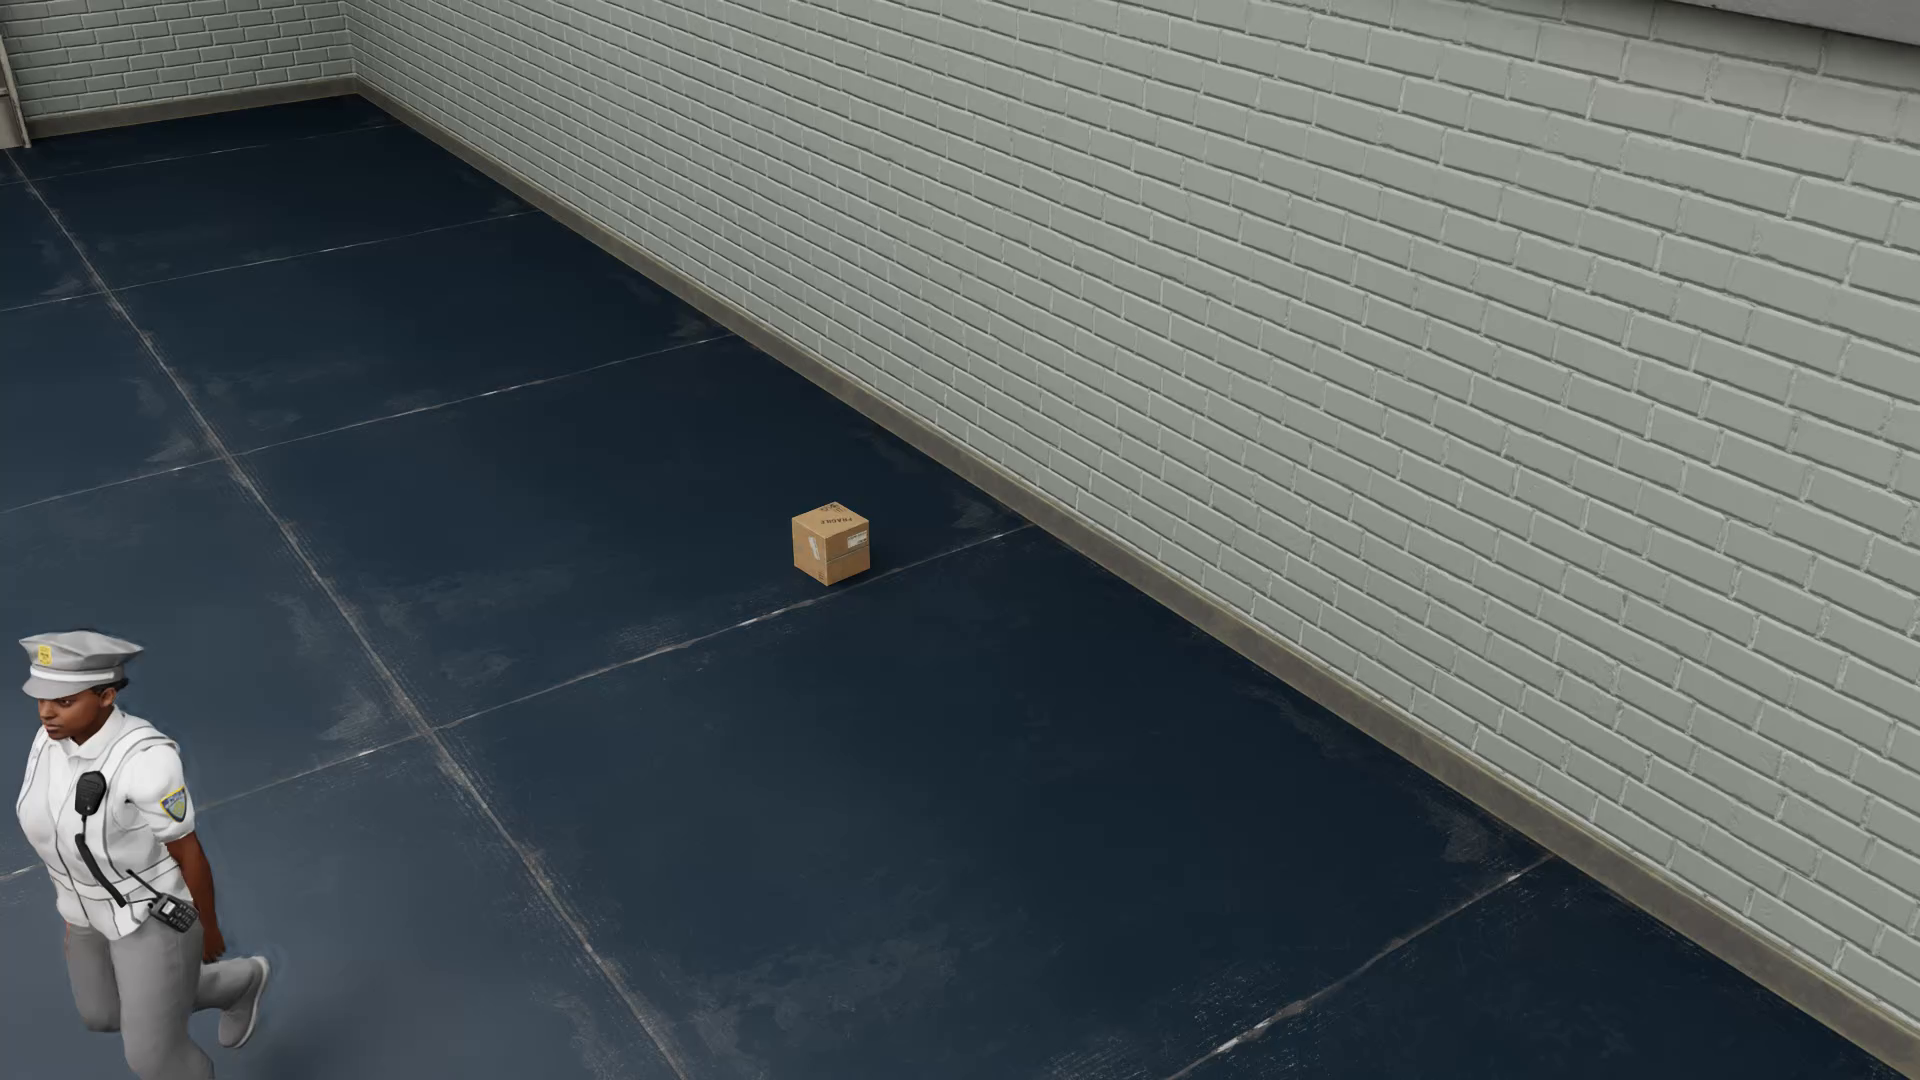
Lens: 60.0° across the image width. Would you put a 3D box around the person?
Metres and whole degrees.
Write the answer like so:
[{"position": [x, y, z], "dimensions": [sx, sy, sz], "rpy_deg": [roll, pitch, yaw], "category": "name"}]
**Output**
[{"position": [-2.112, 0.930, 4.356], "dimensions": [0.432, 1.680, 0.663], "rpy_deg": [15, 32, 25], "category": "person"}]
